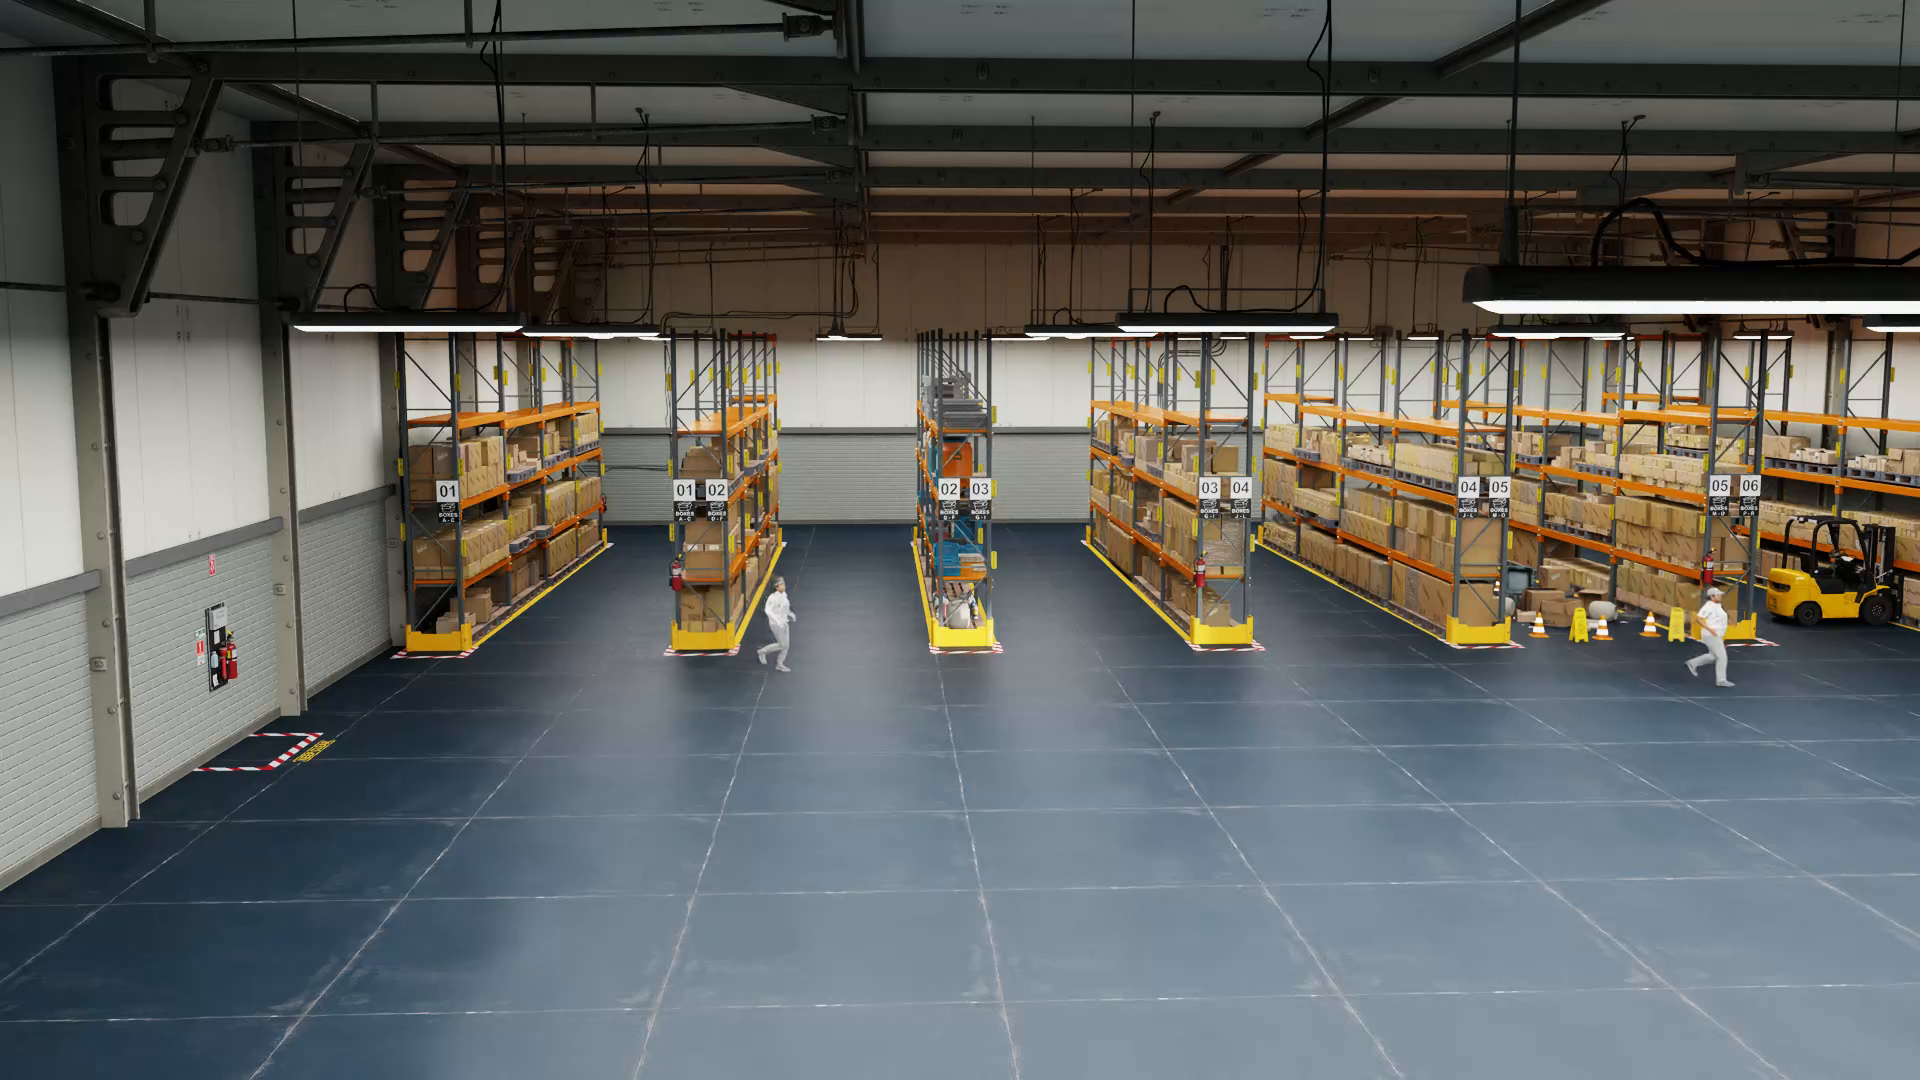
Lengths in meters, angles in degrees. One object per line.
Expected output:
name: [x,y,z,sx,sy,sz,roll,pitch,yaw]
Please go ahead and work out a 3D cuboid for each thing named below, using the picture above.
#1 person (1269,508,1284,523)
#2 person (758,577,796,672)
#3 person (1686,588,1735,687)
person: [9.463,-0.868,49.102,0.786,1.679,0.618,-1,7,-5]
person: [-3.213,1.471,29.257,0.603,1.669,0.615,3,7,25]
person: [12.651,1.621,27.993,0.843,1.622,0.620,6,9,40]
